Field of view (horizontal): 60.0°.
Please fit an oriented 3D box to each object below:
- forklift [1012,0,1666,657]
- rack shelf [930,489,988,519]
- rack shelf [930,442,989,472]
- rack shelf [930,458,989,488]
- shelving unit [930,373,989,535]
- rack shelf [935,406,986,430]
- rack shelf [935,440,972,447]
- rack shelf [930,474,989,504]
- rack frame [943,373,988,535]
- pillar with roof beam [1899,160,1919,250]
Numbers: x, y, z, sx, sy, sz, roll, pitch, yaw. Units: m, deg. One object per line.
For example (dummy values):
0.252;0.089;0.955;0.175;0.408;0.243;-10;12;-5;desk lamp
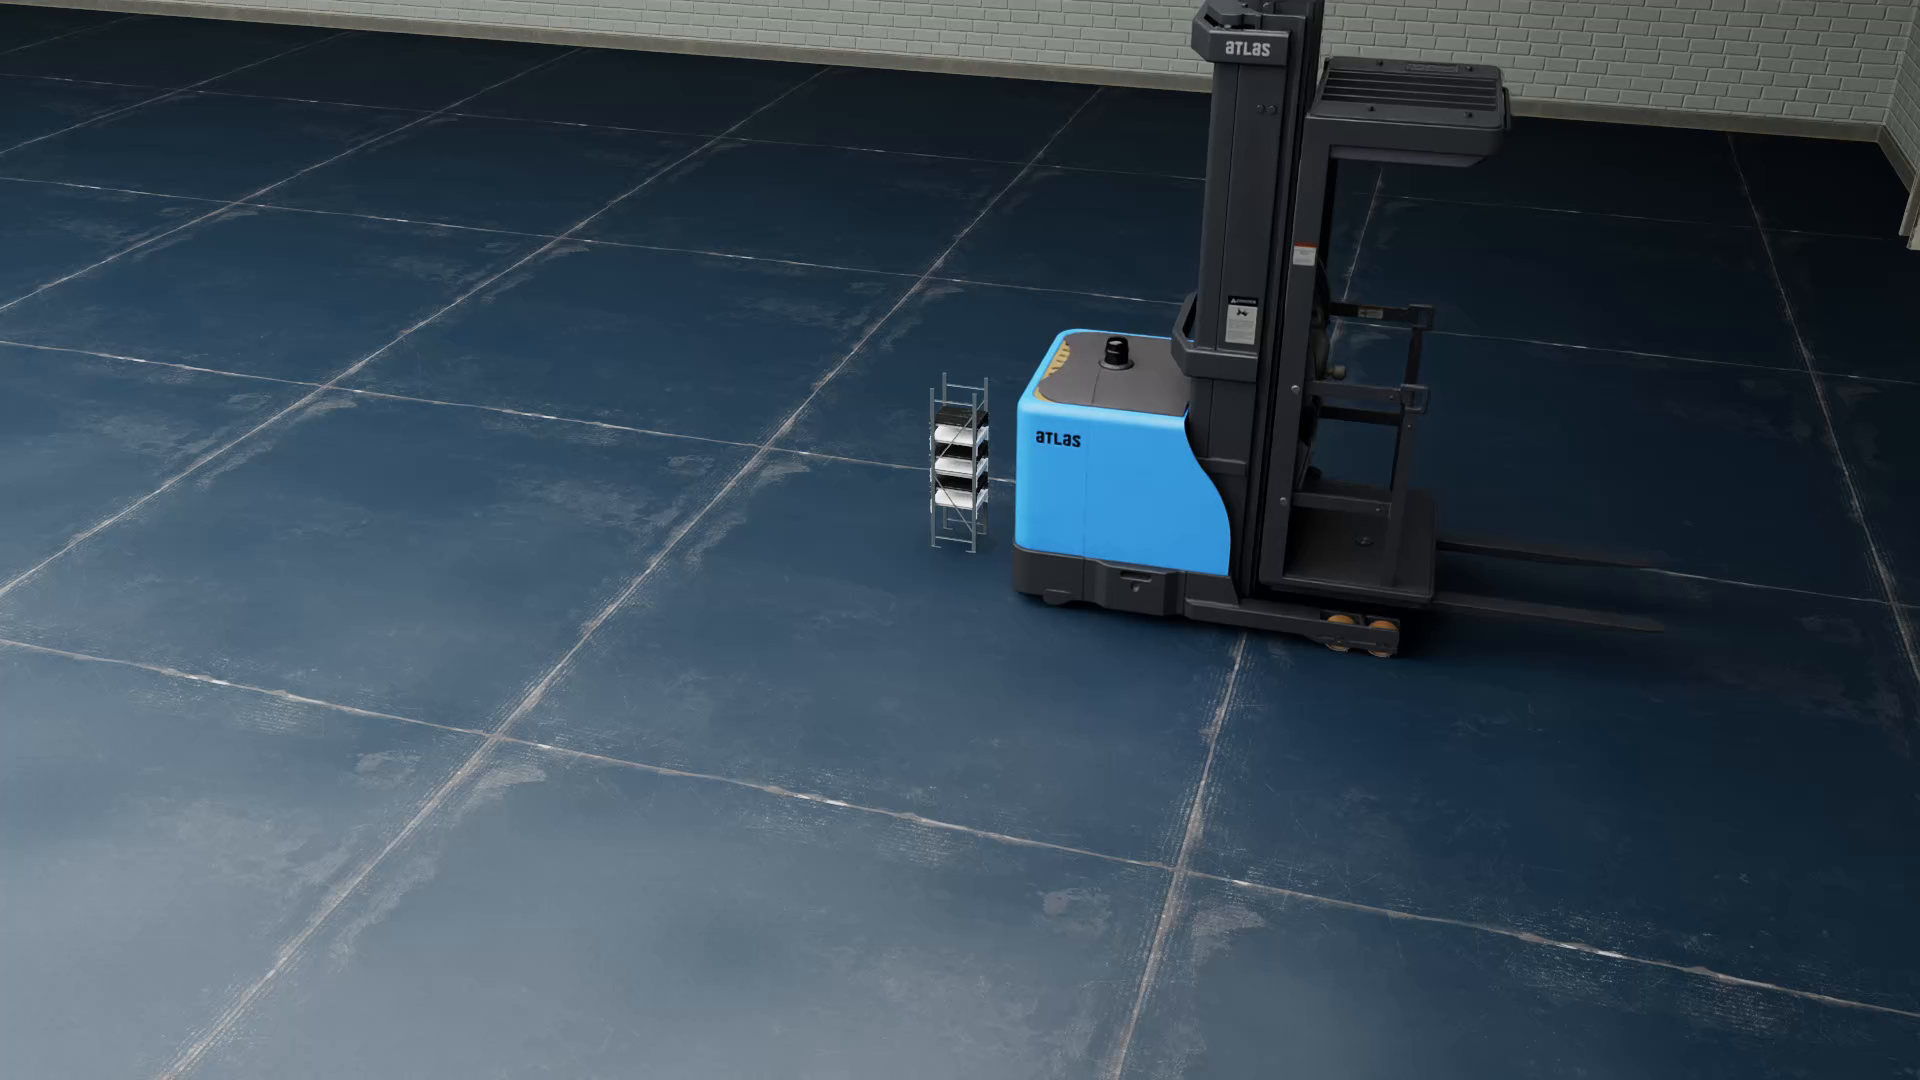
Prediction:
1.830;-0.994;7.588;3.031;2.867;1.129;8;30;13;forklift
-0.002;-0.203;8.628;0.258;0.077;0.200;8;30;15;rack shelf
-0.002;-0.439;8.497;0.258;0.077;0.200;8;30;15;rack shelf
-0.002;-0.360;8.541;0.258;0.077;0.200;8;30;15;rack shelf
-0.002;-0.391;8.526;0.258;0.900;0.205;8;30;15;shelving unit
-0.002;-0.614;8.399;0.221;0.026;0.190;8;30;15;rack shelf
-0.002;-0.531;8.446;0.199;0.015;0.184;8;30;15;rack shelf
-0.002;-0.282;8.584;0.258;0.077;0.200;8;30;15;rack shelf
0.027;-0.437;8.609;0.240;0.900;0.006;8;30;15;rack frame
3.368;-6.852;11.811;9.100;9.000;0.400;8;30;15;pillar with roof beam
